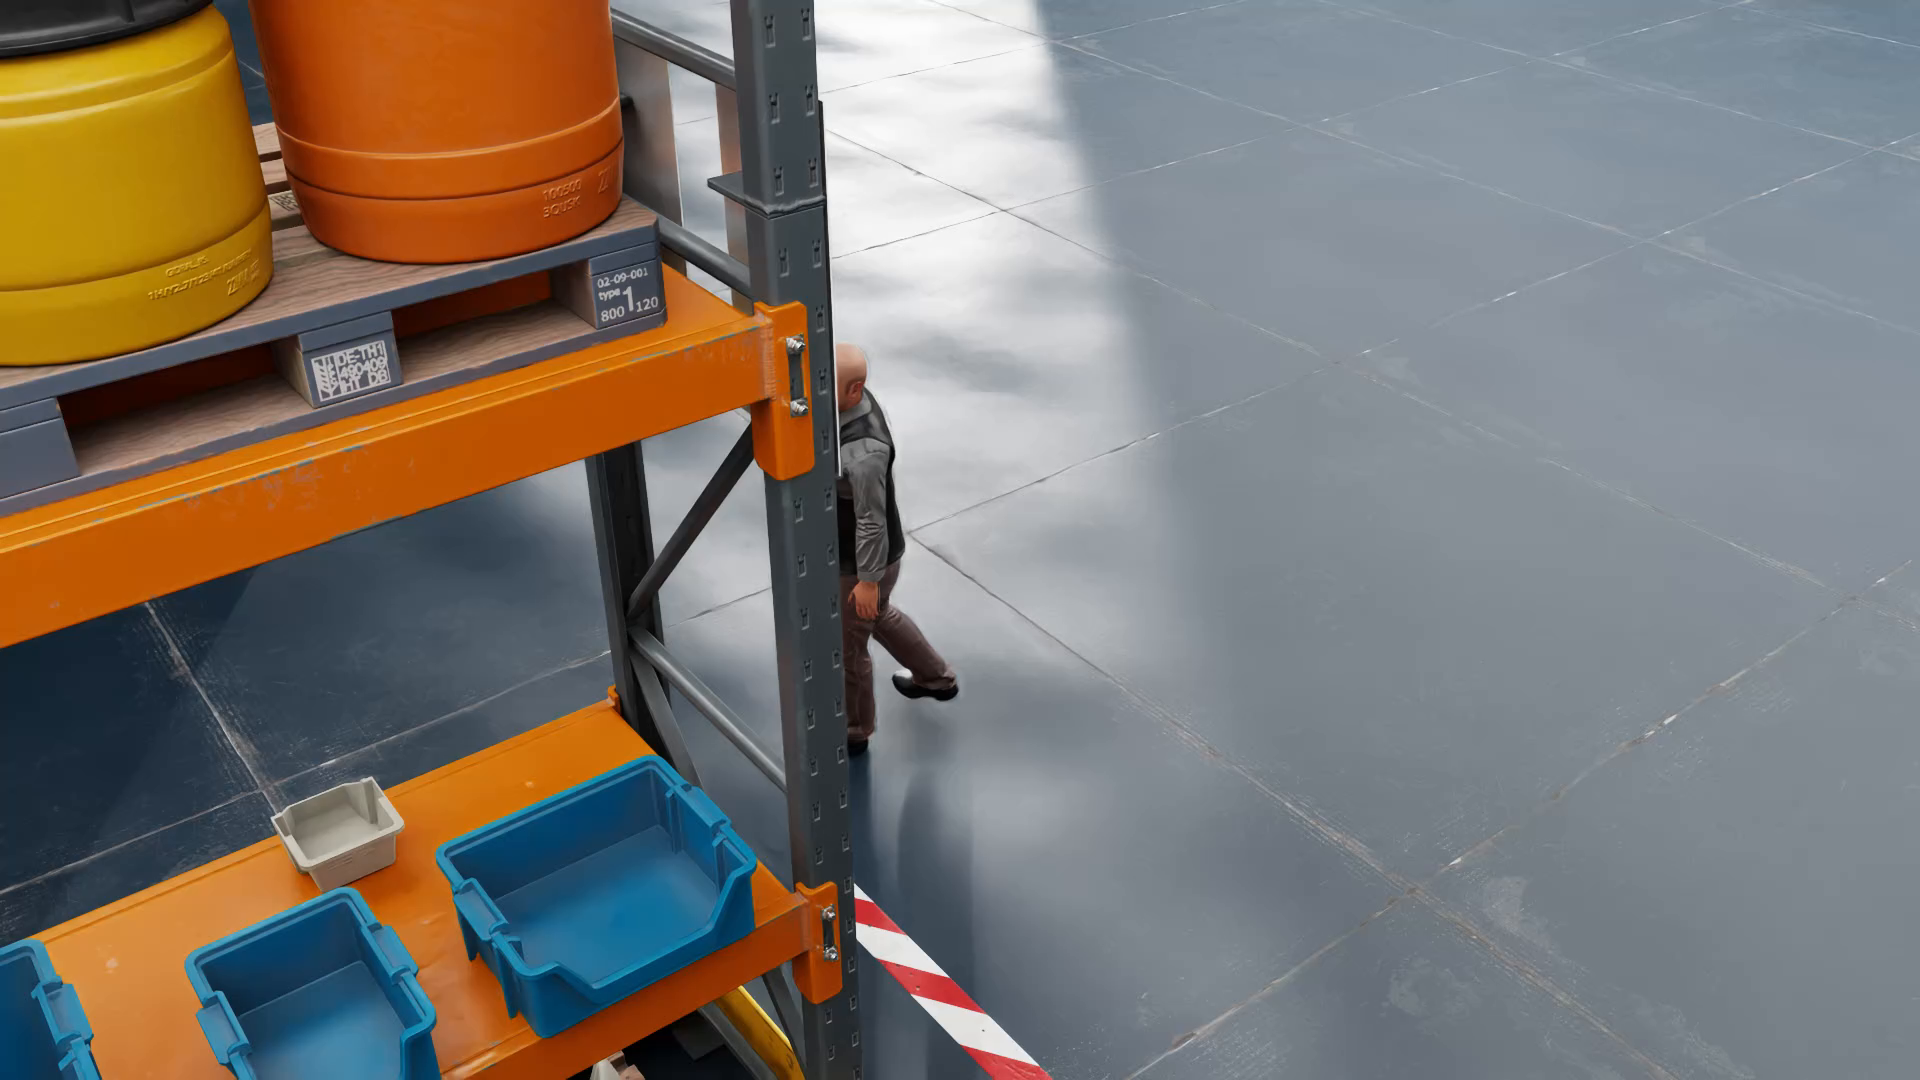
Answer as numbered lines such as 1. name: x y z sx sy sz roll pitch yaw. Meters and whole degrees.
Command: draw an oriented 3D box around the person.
1. person: -0.321 0.037 6.092 0.670 1.719 0.558 -5 32 -8
